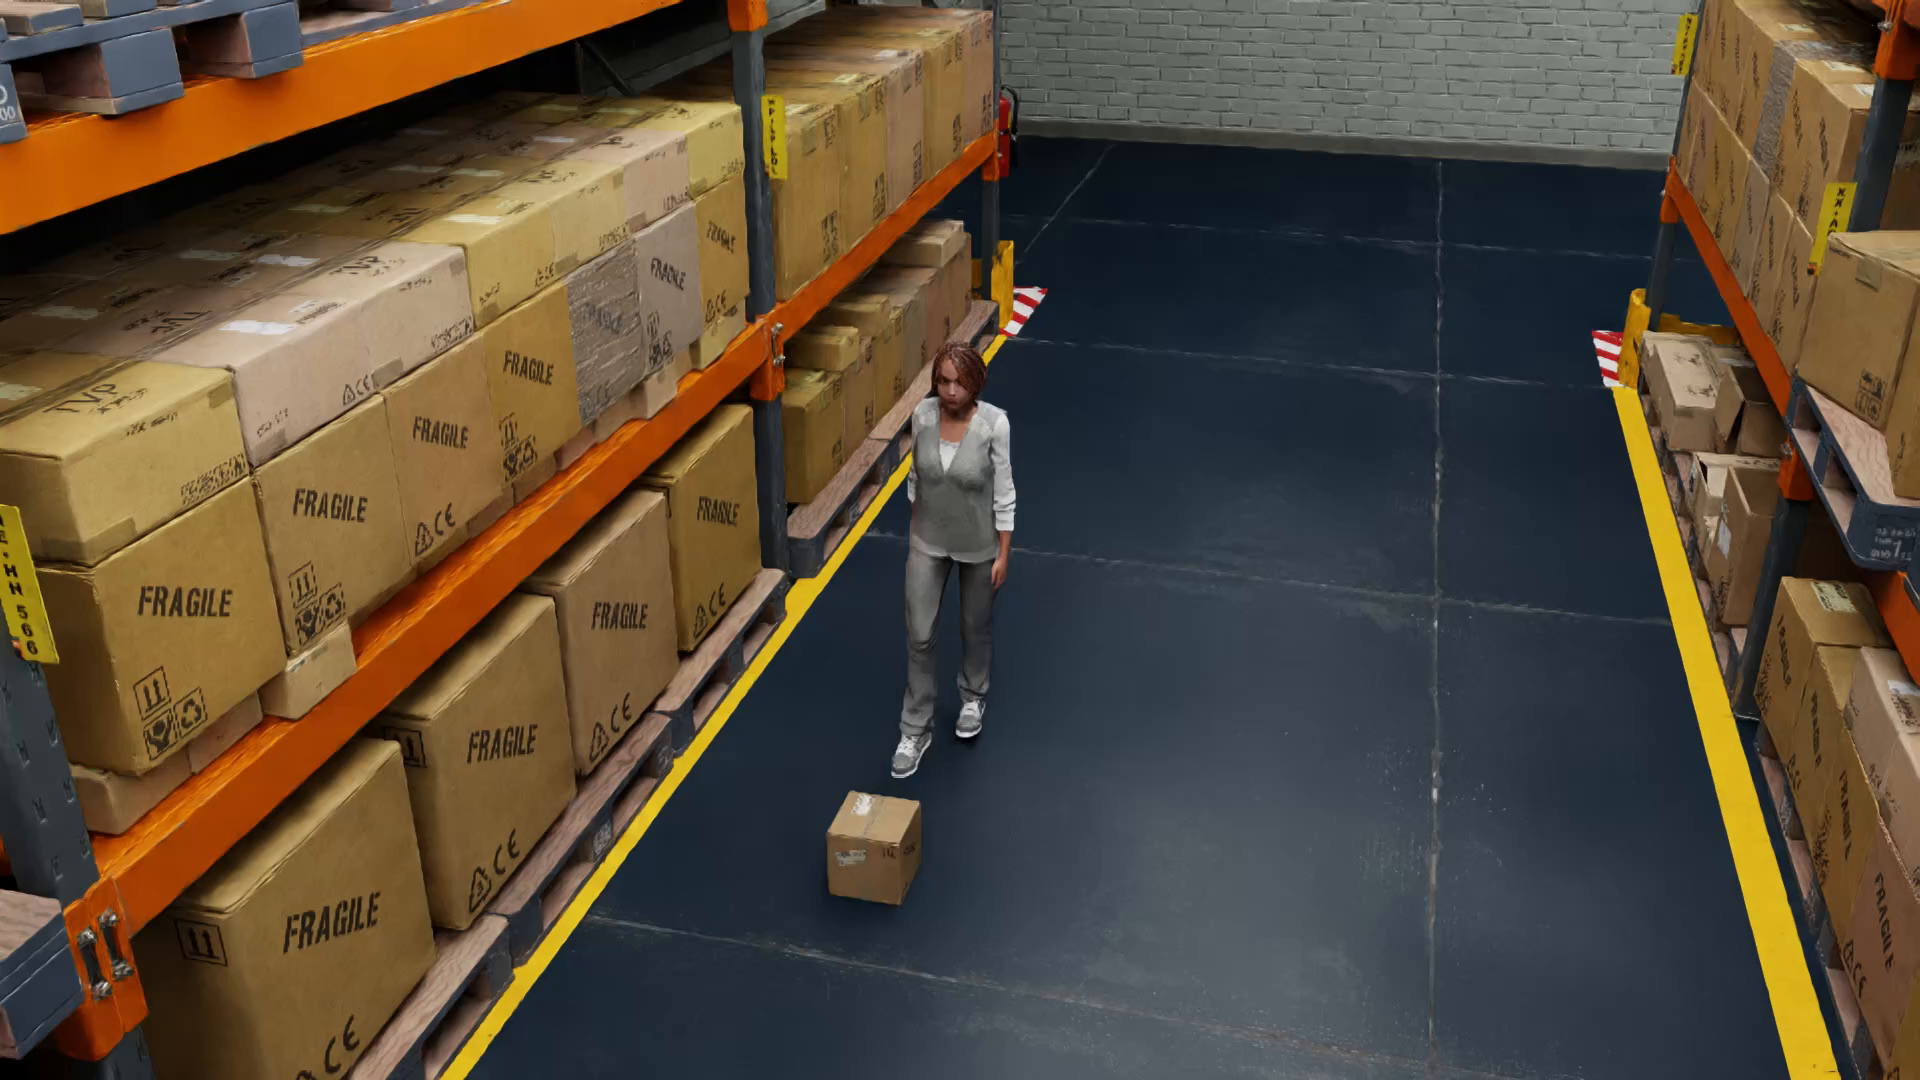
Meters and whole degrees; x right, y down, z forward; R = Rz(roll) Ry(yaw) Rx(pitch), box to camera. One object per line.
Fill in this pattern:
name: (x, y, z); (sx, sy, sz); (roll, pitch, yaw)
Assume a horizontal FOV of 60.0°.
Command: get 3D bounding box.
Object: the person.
person: (-0.011, 0.056, 6.004); (0.420, 1.609, 0.563); (5, 26, 10)
